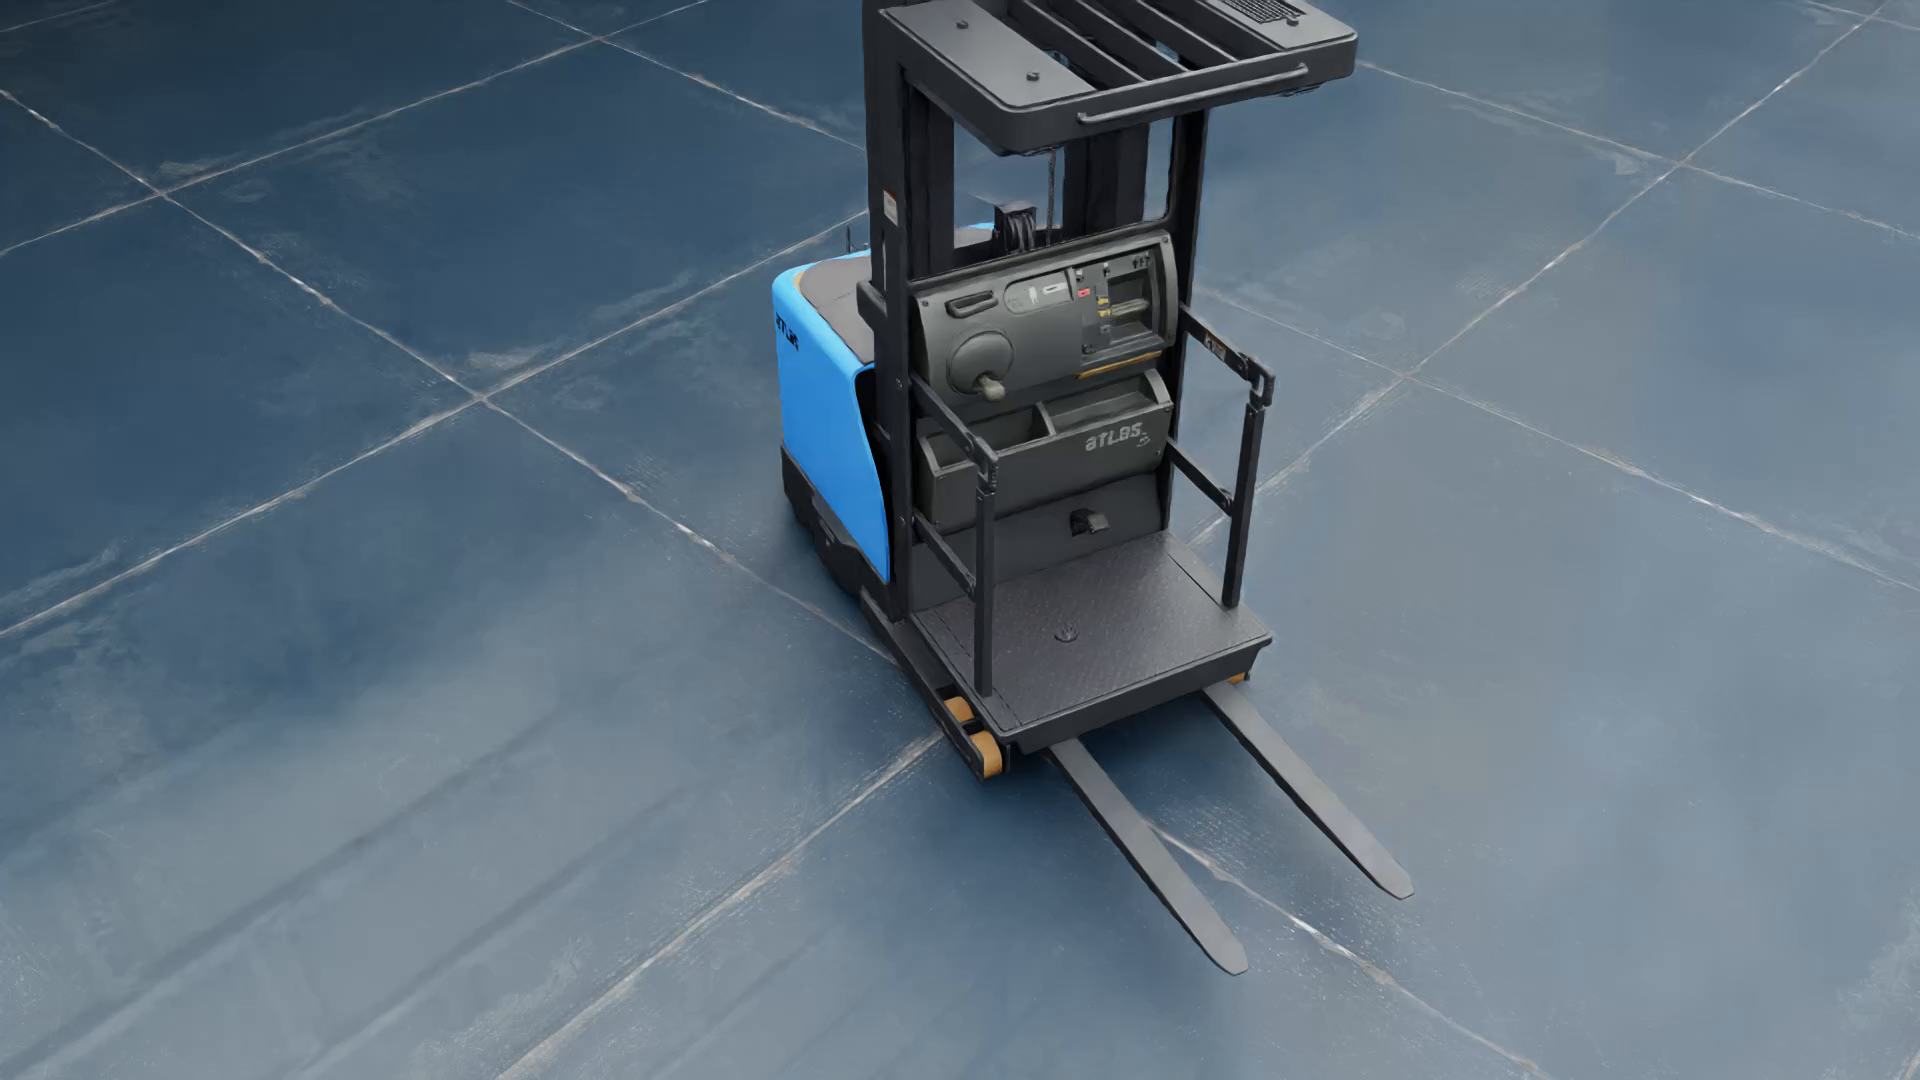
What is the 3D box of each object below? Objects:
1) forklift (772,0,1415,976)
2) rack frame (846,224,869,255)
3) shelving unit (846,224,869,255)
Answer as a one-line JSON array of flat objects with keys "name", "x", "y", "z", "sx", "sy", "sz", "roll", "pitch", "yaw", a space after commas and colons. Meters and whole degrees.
[{"name": "forklift", "x": 0.394, "y": -0.645, "z": 5.207, "sx": 1.130, "sy": 2.935, "sz": 3.031, "roll": -18, "pitch": 42, "yaw": -21}, {"name": "rack frame", "x": -0.408, "y": -0.799, "z": 6.911, "sx": 0.008, "sy": 1.050, "sz": 0.200, "roll": -18, "pitch": 42, "yaw": -21}, {"name": "shelving unit", "x": -0.299, "y": -0.834, "z": 6.955, "sx": 0.252, "sy": 1.050, "sz": 0.215, "roll": -18, "pitch": 42, "yaw": -21}]
